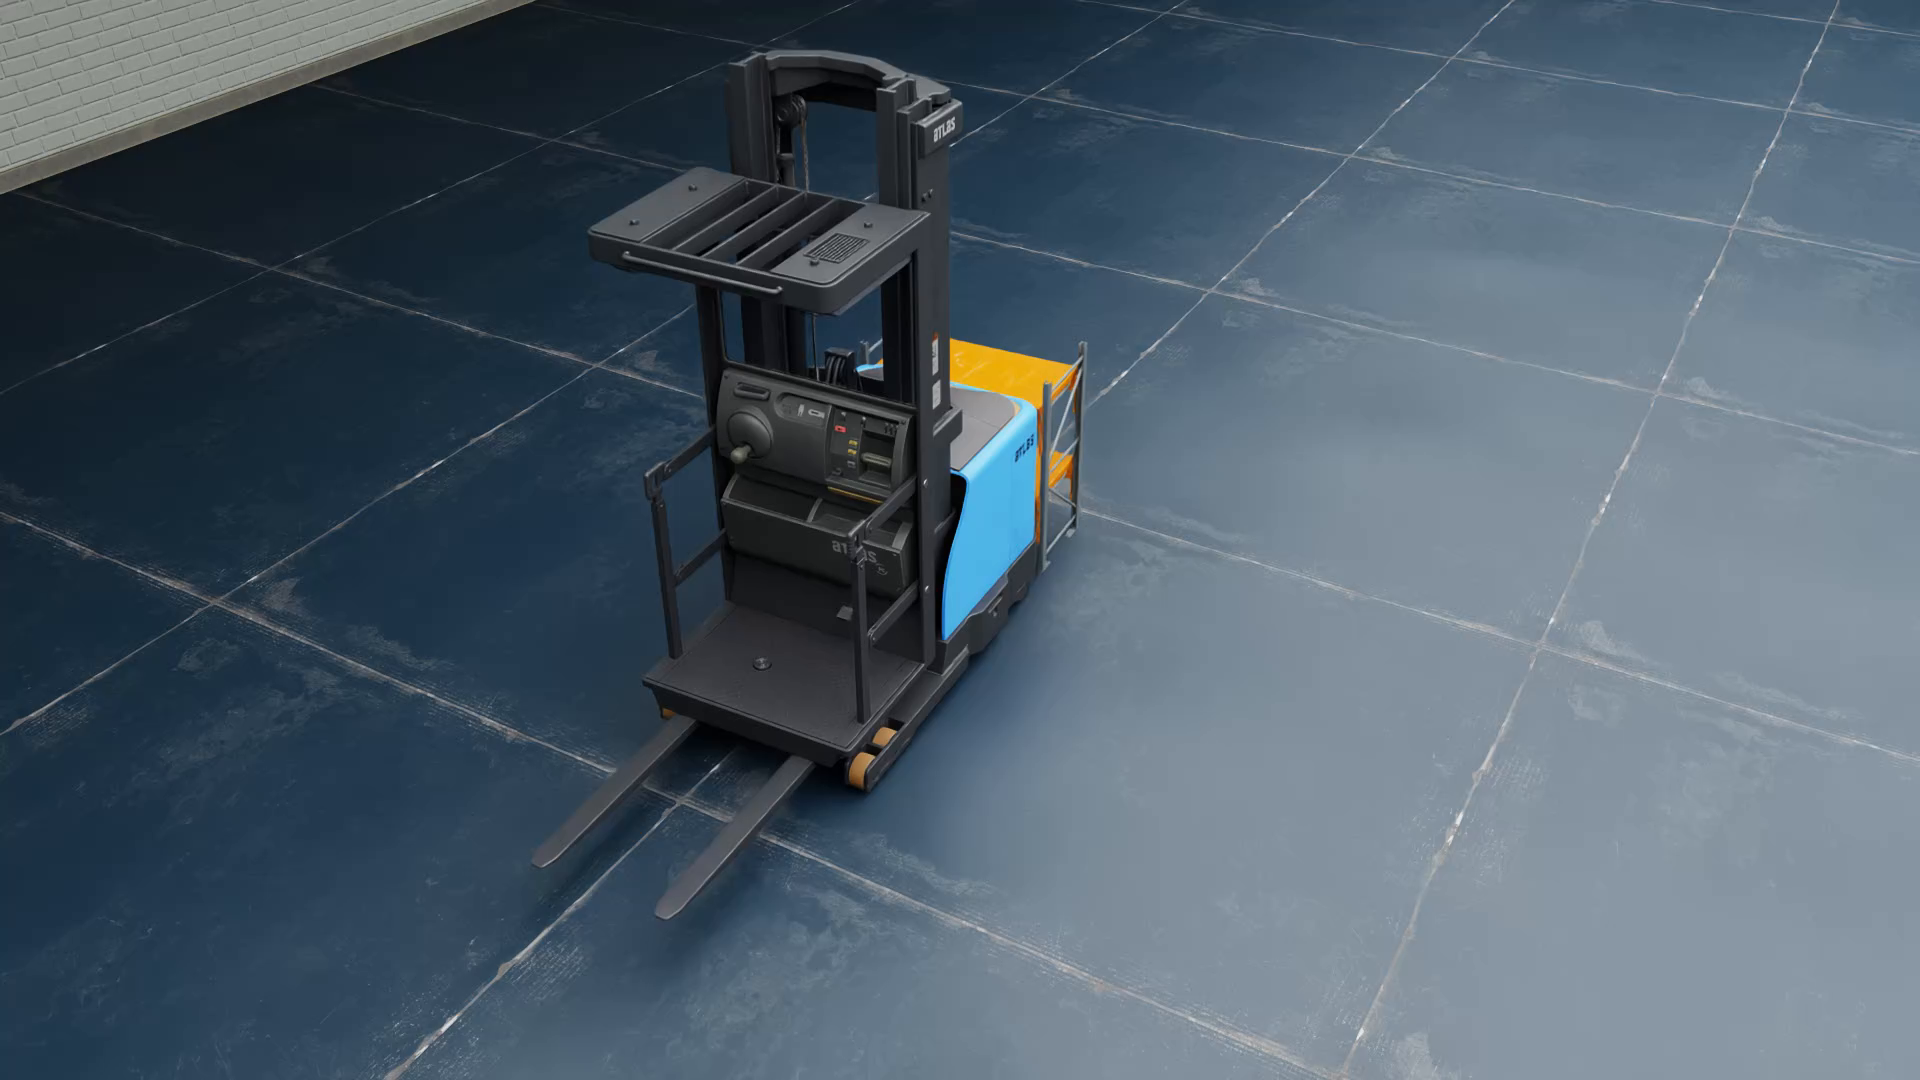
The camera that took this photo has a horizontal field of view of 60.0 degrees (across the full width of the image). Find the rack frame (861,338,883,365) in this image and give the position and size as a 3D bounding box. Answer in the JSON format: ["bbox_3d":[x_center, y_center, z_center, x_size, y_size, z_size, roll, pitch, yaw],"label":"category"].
[{"bbox_3d":[-0.385,-0.667,9.008,0.032,1.125,0.500,15,37,21],"label":"rack frame"}]

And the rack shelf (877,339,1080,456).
[{"bbox_3d":[0.072,-0.788,8.661,1.000,0.278,0.538,15,37,21],"label":"rack shelf"}]

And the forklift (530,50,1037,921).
[{"bbox_3d":[-0.734,-0.397,6.973,1.130,2.935,3.031,16,37,23],"label":"forklift"}]

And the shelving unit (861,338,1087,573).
[{"bbox_3d":[0.072,-0.544,8.823,1.048,1.125,0.538,15,37,21],"label":"shelving unit"}]

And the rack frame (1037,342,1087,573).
[{"bbox_3d":[0.529,-0.421,8.639,0.032,1.125,0.500,15,37,21],"label":"rack frame"}]

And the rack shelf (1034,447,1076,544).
[{"bbox_3d":[0.072,-0.341,8.959,1.000,0.278,0.538,15,37,21],"label":"rack shelf"}]
